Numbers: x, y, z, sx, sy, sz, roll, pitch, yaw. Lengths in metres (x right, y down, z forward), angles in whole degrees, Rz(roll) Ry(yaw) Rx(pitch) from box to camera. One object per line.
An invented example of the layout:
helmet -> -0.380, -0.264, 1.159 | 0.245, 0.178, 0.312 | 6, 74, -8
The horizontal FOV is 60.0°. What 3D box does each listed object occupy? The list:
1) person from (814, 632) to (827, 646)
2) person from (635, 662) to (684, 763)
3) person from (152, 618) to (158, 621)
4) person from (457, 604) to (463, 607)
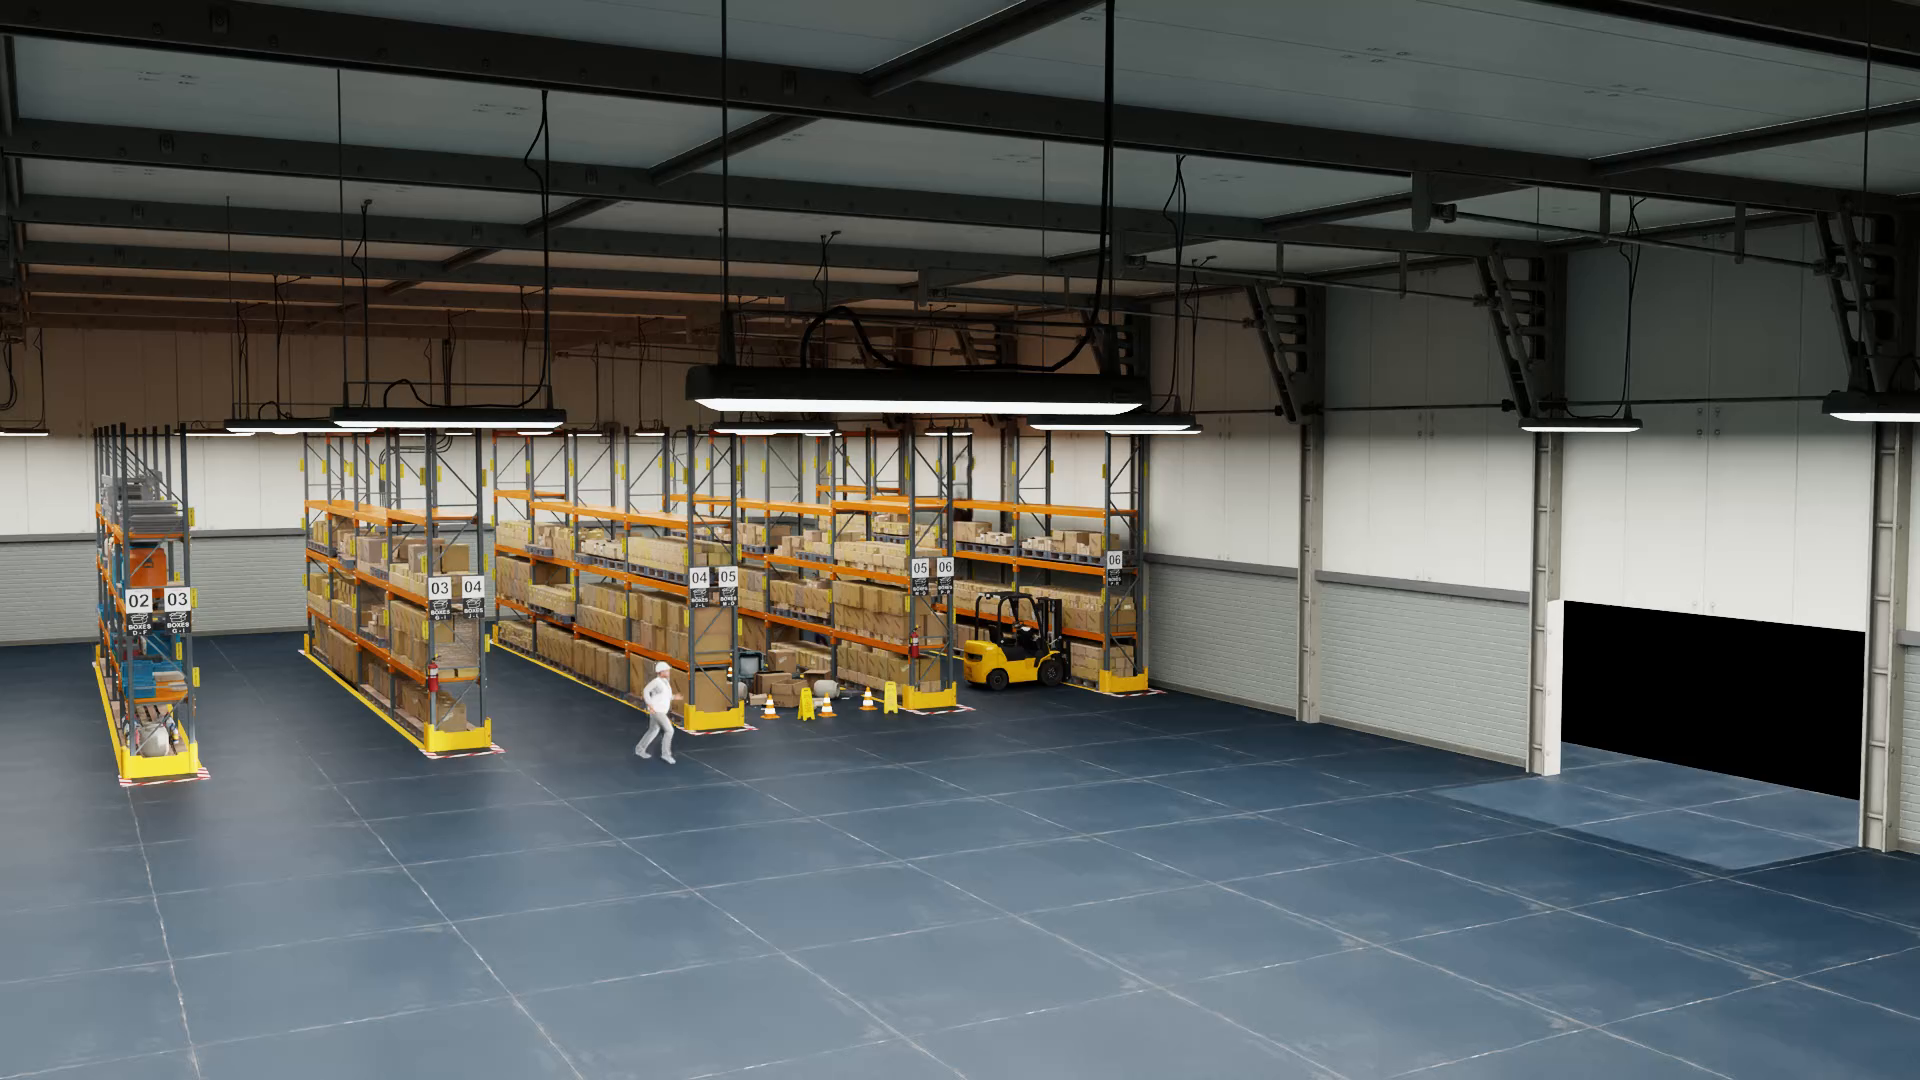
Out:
person -> -3.922, 2.238, 45.718 | 0.615, 1.509, 0.916 | -2, 4, -24
person -> -5.350, 3.071, 29.501 | 0.891, 1.827, 0.594 | 0, 3, 0
person -> -21.713, 2.187, 44.788 | 0.772, 1.719, 0.546 | -1, 4, -22
person -> -13.372, 2.192, 44.795 | 0.573, 1.686, 0.827 | -2, 4, -36
